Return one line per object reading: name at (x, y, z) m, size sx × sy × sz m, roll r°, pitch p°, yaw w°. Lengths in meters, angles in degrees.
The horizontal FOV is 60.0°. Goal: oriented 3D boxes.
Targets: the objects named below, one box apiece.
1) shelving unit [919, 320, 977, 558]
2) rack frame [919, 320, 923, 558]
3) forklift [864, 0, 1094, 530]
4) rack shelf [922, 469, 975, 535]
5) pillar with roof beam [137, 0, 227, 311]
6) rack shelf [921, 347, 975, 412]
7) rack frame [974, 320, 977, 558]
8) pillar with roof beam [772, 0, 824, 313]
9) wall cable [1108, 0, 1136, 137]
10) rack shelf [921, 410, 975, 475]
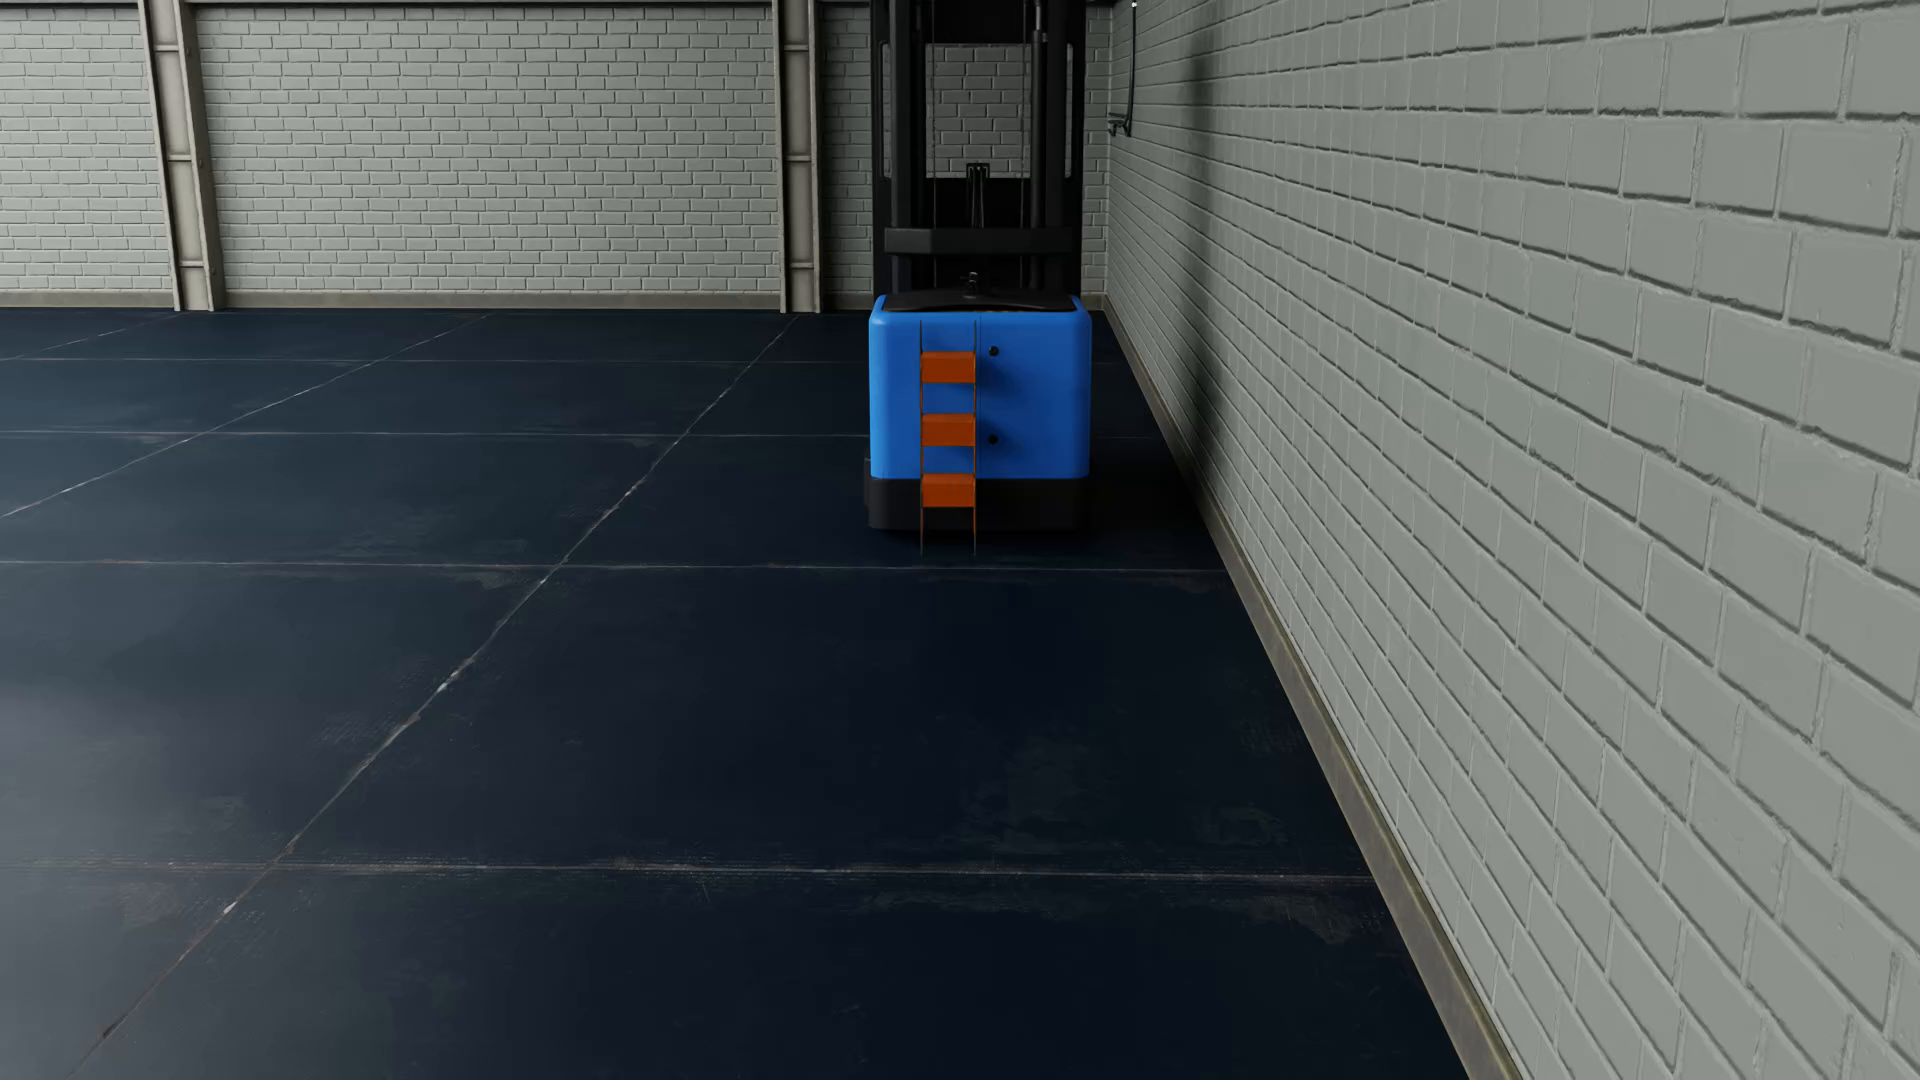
shelving unit at (-0.053, -0.452, 7.495) m, size 0.252 × 1.050 × 0.215 m, roll 0°, pitch 15°, yaw 0°
rack frame at (-0.175, -0.452, 7.495) m, size 0.008 × 1.050 × 0.200 m, roll 0°, pitch 15°, yaw 0°
forklift at (0.087, -1.780, 8.840) m, size 1.130 × 2.935 × 3.031 m, roll 0°, pitch 15°, yaw 0°
rack shelf at (-0.053, -0.173, 7.569) m, size 0.240 × 0.259 × 0.215 m, roll 0°, pitch 15°, yaw 0°
pillar with roof beam at (-7.662, -5.553, 11.249) m, size 0.400 × 9.000 × 9.100 m, roll 0°, pitch 15°, yaw 1°
rack shelf at (-0.053, -0.716, 7.425) m, size 0.240 × 0.259 × 0.215 m, roll 0°, pitch 15°, yaw 0°
rack frame at (0.069, -0.452, 7.496) m, size 0.008 × 1.050 × 0.200 m, roll 0°, pitch 15°, yaw 0°
pillar with roof beam at (-1.664, -5.514, 11.101) m, size 0.400 × 9.000 × 9.100 m, roll 0°, pitch 15°, yaw 1°
wall cable at (1.357, -4.754, 14.307) m, size 0.112 × 2.526 × 3.097 m, roll 0°, pitch 15°, yaw 1°
rack shelf at (-0.053, -0.442, 7.498) m, size 0.240 × 0.259 × 0.215 m, roll 0°, pitch 15°, yaw 0°
